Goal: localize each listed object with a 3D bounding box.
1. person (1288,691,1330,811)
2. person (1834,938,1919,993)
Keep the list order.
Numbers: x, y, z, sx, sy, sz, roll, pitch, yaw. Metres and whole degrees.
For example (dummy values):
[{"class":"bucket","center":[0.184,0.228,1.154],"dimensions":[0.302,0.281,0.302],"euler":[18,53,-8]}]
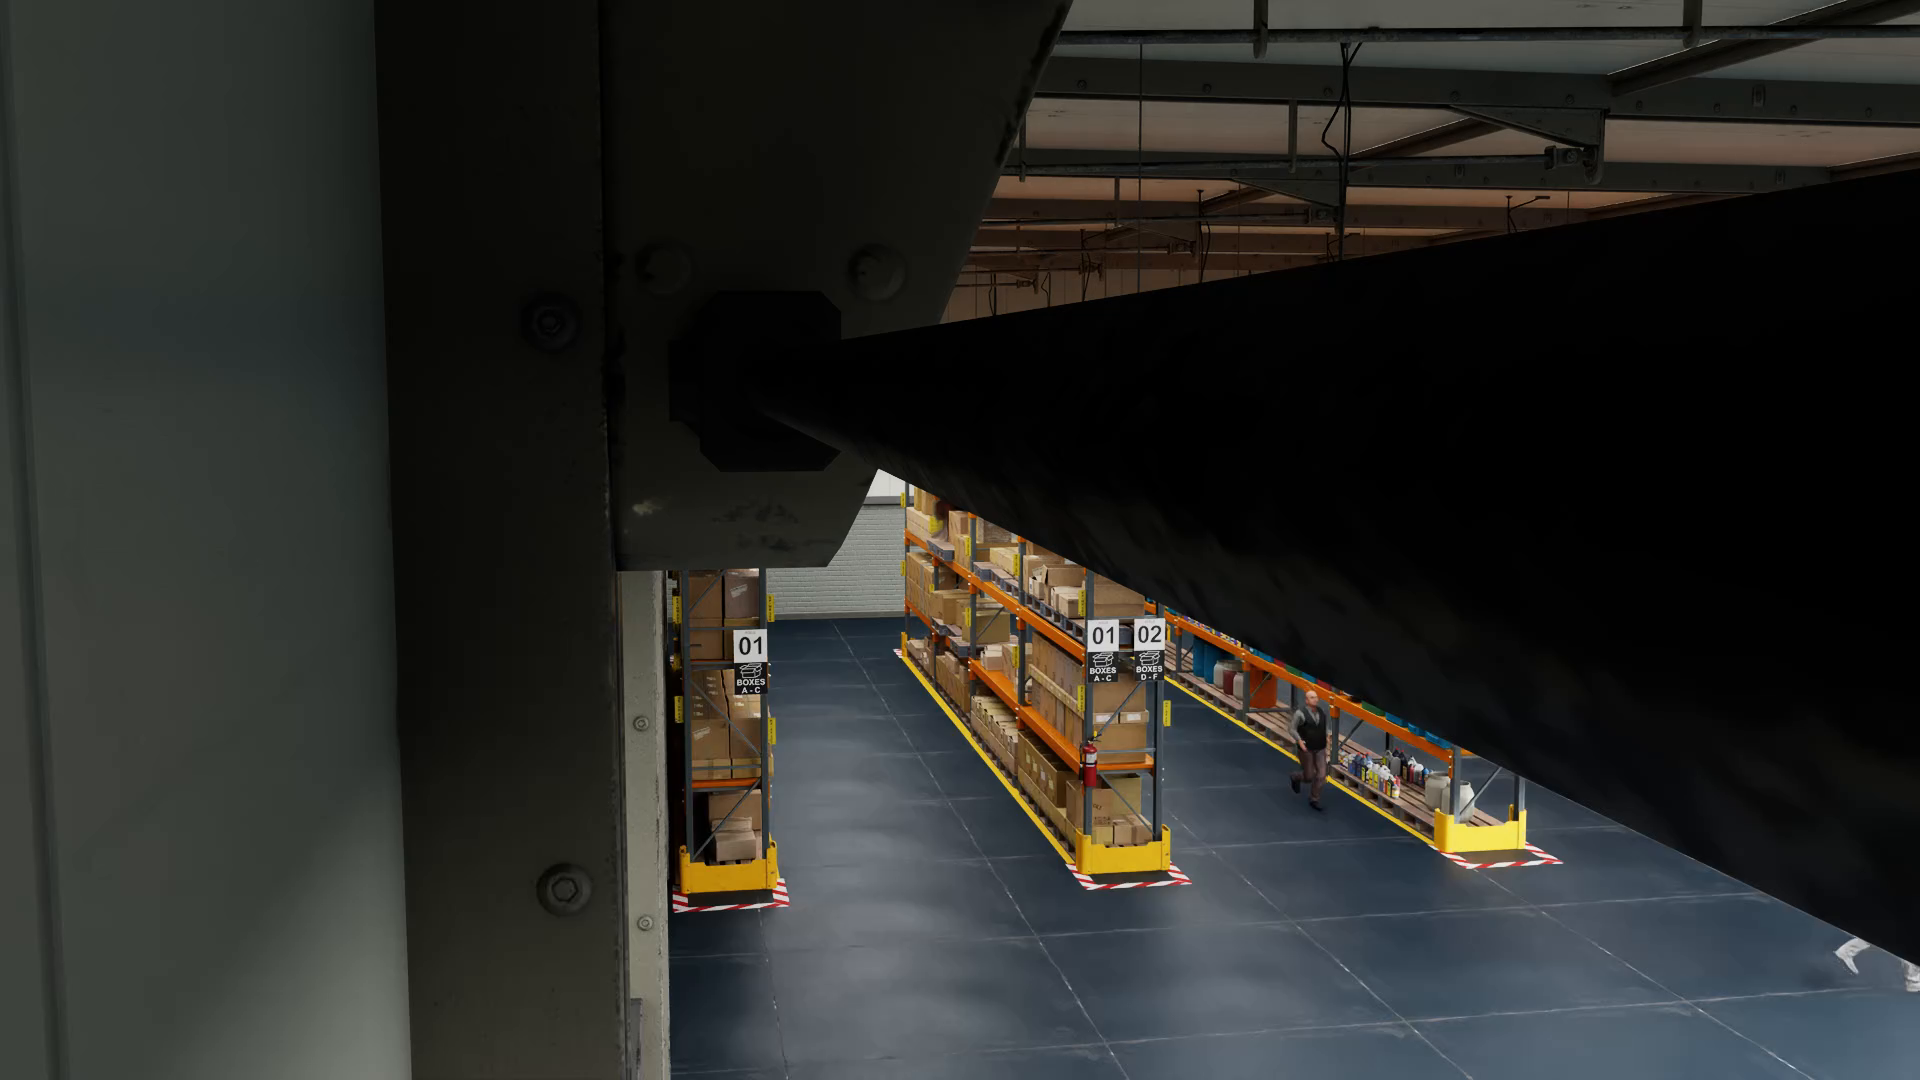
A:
[{"class":"person","center":[5.061,3.014,24.028],"dimensions":[0.666,1.690,0.717],"euler":[-2,6,-15]},{"class":"person","center":[9.460,3.694,16.890],"dimensions":[0.955,1.764,0.696],"euler":[2,6,16]}]
